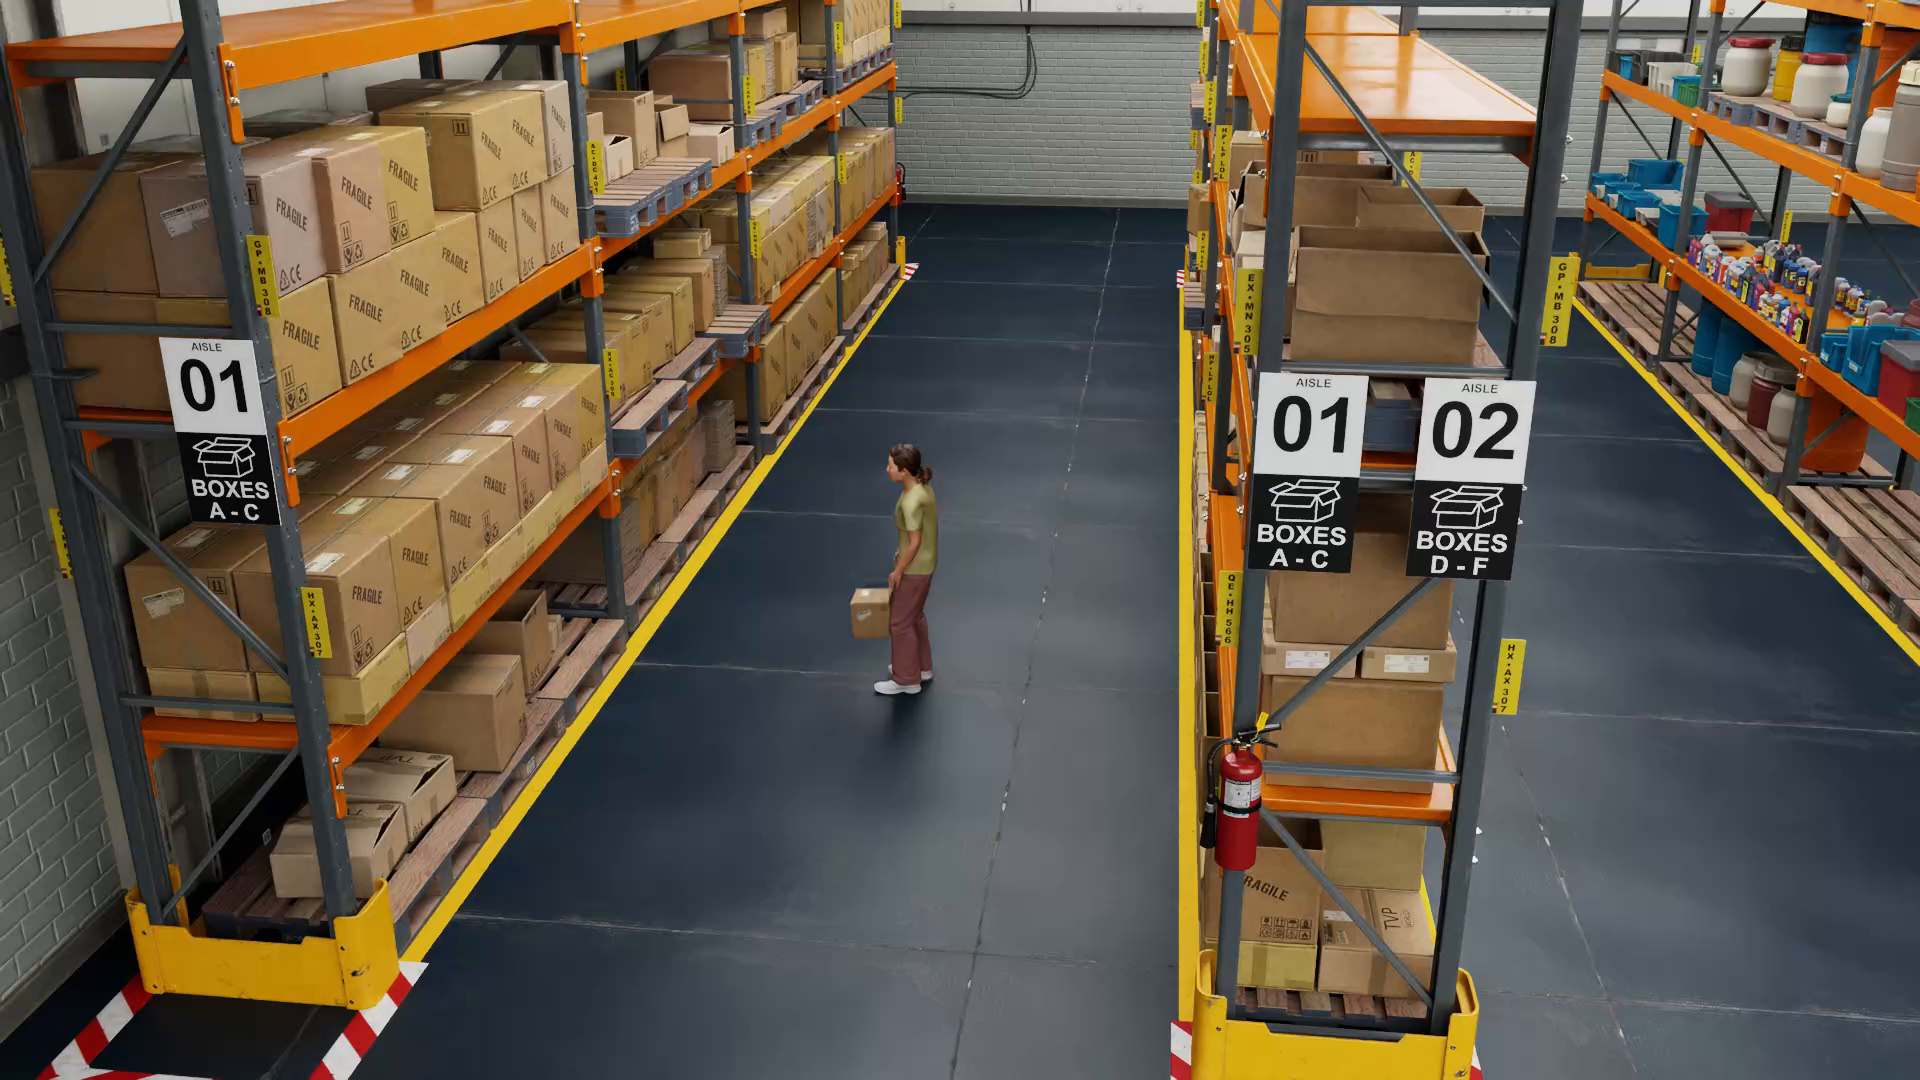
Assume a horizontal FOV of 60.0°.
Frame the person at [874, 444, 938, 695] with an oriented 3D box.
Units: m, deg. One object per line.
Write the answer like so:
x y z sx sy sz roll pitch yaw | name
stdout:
-0.353 0.180 10.618 0.402 1.676 0.481 2 21 5 | person
